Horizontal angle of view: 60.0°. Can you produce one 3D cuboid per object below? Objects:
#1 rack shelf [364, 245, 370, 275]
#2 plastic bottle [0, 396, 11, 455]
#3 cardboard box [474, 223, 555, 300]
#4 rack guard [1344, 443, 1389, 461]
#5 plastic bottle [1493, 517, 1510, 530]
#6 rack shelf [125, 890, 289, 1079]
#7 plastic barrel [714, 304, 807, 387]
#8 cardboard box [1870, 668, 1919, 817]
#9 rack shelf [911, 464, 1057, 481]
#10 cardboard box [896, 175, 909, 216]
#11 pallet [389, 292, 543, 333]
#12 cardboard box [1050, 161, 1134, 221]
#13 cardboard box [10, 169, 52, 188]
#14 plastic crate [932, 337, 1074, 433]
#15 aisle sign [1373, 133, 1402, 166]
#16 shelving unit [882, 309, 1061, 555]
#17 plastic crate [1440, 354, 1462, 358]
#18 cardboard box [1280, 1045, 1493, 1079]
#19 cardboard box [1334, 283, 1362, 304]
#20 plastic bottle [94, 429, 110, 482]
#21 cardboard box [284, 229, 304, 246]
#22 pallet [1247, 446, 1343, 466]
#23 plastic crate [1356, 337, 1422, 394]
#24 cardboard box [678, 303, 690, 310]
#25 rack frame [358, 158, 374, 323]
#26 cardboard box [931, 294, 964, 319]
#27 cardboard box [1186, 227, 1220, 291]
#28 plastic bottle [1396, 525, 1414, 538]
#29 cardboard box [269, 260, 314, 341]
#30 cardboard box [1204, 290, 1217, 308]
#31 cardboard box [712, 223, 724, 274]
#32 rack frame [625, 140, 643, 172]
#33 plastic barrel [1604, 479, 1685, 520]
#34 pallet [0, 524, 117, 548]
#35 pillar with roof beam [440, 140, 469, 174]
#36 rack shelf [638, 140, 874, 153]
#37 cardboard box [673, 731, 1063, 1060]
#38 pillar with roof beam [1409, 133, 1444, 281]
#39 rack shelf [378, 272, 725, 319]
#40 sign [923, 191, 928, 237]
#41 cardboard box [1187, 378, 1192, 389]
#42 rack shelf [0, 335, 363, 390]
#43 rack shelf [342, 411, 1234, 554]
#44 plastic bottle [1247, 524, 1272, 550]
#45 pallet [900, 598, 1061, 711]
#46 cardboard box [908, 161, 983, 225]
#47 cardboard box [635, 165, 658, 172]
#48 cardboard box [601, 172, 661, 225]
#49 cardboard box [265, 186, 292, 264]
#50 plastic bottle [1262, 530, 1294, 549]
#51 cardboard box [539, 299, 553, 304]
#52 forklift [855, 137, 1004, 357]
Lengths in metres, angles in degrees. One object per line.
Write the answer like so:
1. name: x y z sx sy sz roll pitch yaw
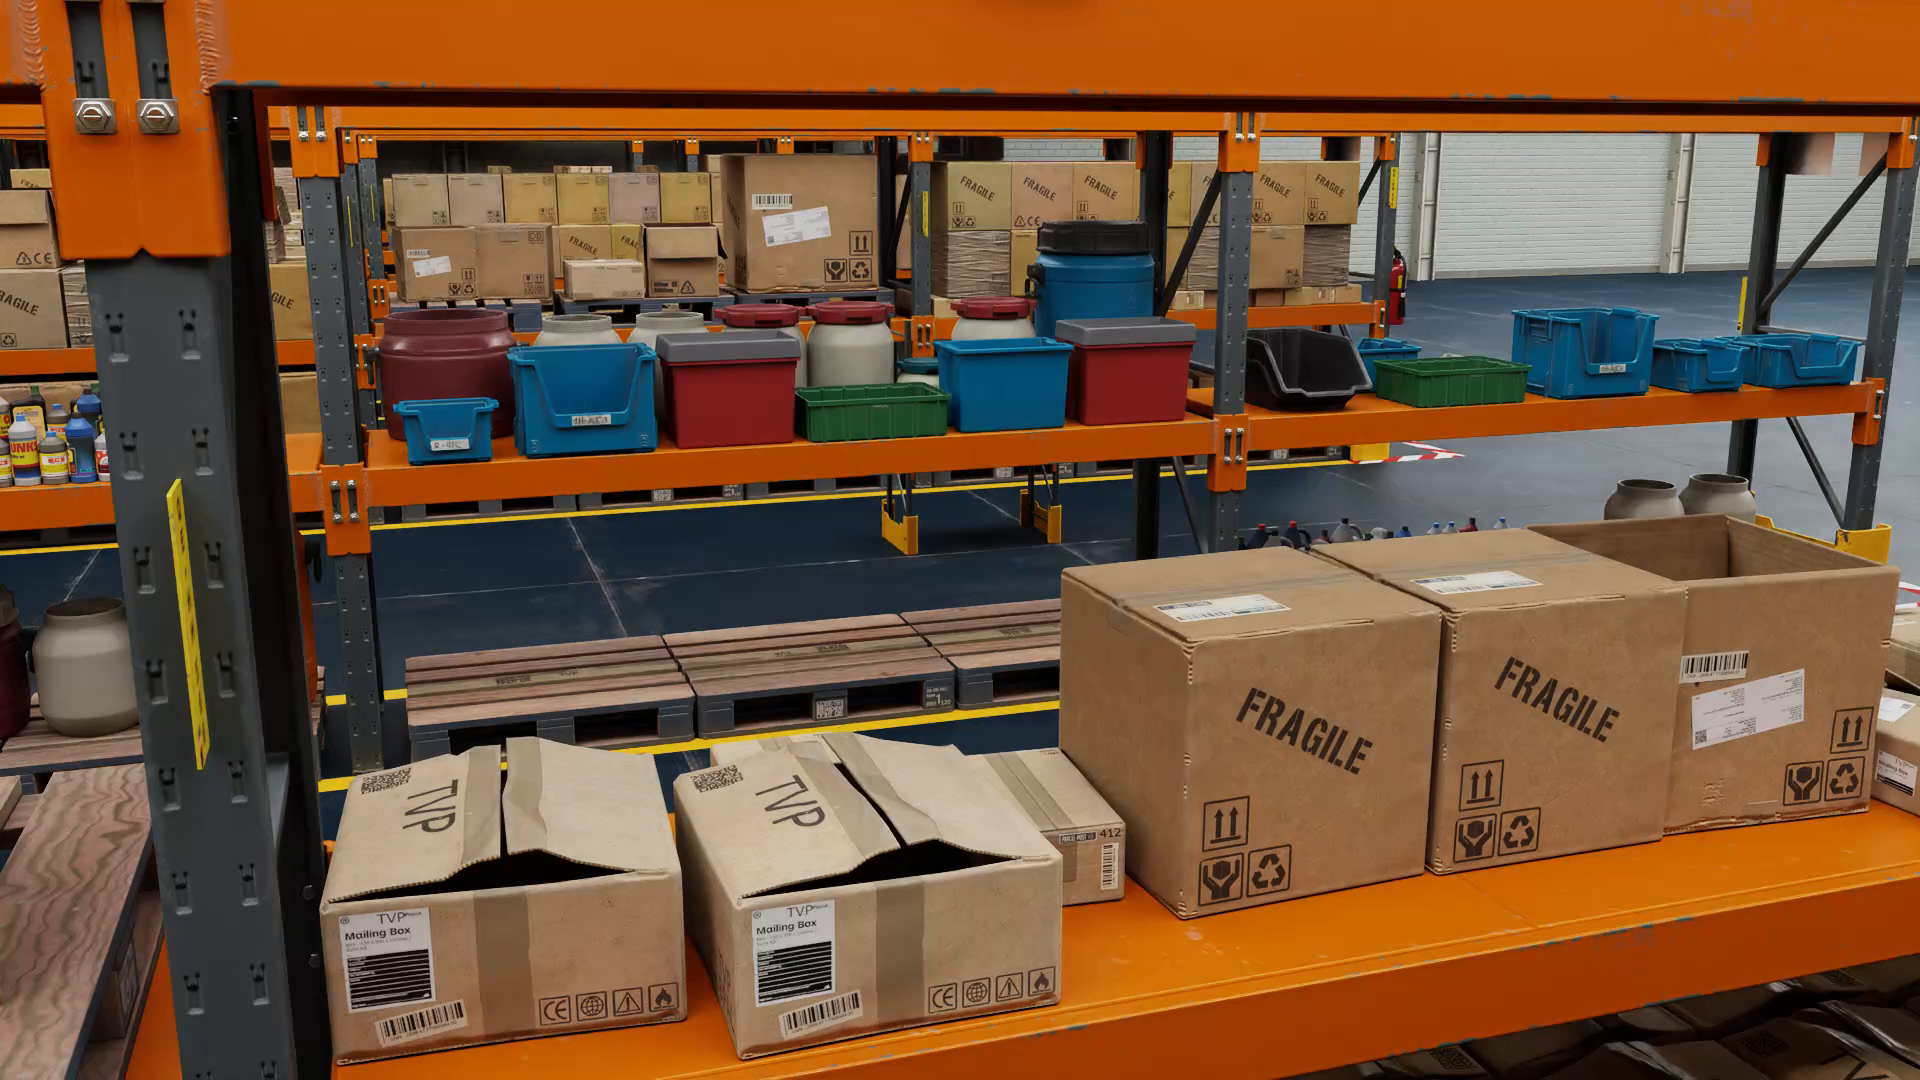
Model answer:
1. rack shelf: -9.284 -3.345 20.278 4.000 0.370 1.077 -4 14 -18
2. plastic bottle: -4.063 -0.496 7.022 0.097 0.271 0.097 0 13 0
3. cardboard box: -3.231 -2.034 12.087 0.500 0.500 0.700 -2 14 -10
4. rack guard: 3.283 -1.038 14.426 0.348 0.500 1.175 -4 14 -18
5. plastic bottle: 3.116 0.006 9.583 0.097 0.271 0.097 0 13 0
6. rack shelf: -2.967 1.001 2.005 4.000 0.370 1.077 -4 14 -18
7. plastic barrel: -0.939 -0.836 7.880 0.433 0.535 0.433 0 13 0
8. cardboard box: 1.945 0.379 3.357 0.258 0.266 0.396 -5 14 -19
9. rack shelf: 0.081 -0.561 11.037 1.000 0.185 0.538 -4 14 -18
10. cardboard box: -0.522 -3.753 17.783 0.550 0.550 0.875 -4 14 -18
11. pallet: -3.586 -1.652 12.019 1.003 0.211 1.213 -4 14 -18
12. cardboard box: 1.019 -2.696 12.973 0.500 0.500 0.500 -4 14 -18
13. cardboard box: -10.671 -4.052 19.318 0.500 0.500 0.500 -4 14 -17
14. plastic crate: 0.197 -0.721 7.725 0.575 0.384 0.392 -4 14 -18
15. aisle sign: 3.509 -3.463 13.602 0.004 0.787 0.394 -4 14 -18
16. shelving unit: 0.072 -0.735 10.993 1.083 1.500 0.587 -4 14 -18
17. plastic crate: 2.601 -0.925 9.120 0.437 0.136 0.530 -4 14 -18
18. cardboard box: 0.792 1.159 3.611 0.500 0.311 0.500 -4 14 -17
19. cardboard box: 3.150 -2.071 13.910 0.250 0.149 0.380 -4 14 -18
20. plastic bottle: -3.321 -0.334 6.494 0.097 0.201 0.097 0 13 0
21. cardboard box: -6.289 -2.835 15.571 0.250 0.149 0.380 -4 14 -16
22. pallet: 2.501 -0.845 14.239 1.213 0.211 1.003 -4 14 -18
23. plastic crate: 2.105 -0.947 8.963 0.616 0.251 0.499 -4 14 -18
24. cardboard box: -2.482 -2.104 17.460 0.750 0.750 1.050 -5 14 -18
25. rack frame: -7.388 -3.843 20.815 0.127 3.000 1.000 -4 14 -18
26. cardboard box: -0.137 -1.792 12.737 0.250 0.149 0.380 -4 14 -18
27. cardboard box: 1.901 -2.328 13.587 0.500 0.500 0.875 -4 14 -18
28. plastic bottle: 2.505 0.053 9.382 0.097 0.271 0.097 0 13 0
29. cardboard box: -4.616 -1.627 11.284 0.500 0.500 0.500 -4 14 -16
30. cardboard box: 1.971 -1.975 13.507 0.250 0.149 0.380 -4 14 -18
31. cardboard box: -2.332 -3.011 17.103 0.500 0.500 0.500 -5 14 -18
32. rack frame: -5.184 -5.226 26.632 0.127 3.000 1.000 -4 14 -18
33. plastic barrel: 3.860 -0.065 9.402 0.421 0.512 0.421 0 13 0
34. pallet: -6.153 -0.182 11.450 1.213 0.211 1.003 -4 14 -18
35. pillar with roof beam: -6.654 -7.199 21.963 0.400 9.000 9.100 -4 14 -18
36. rack shelf: -3.288 -6.483 26.989 4.000 0.370 1.077 -4 14 -18
37. cardboard box: -0.162 0.524 2.652 0.500 0.311 0.500 -5 14 -19
38. pillar with roof beam: 10.406 -8.528 27.548 0.400 9.000 9.100 -4 14 -18
39. rack shelf: -3.818 -2.562 16.986 4.000 0.370 1.077 -4 14 -18
40. sign: -0.256 -2.406 12.274 0.005 0.325 0.100 -4 14 -18
41. cardboard box: 1.602 -1.112 13.828 0.500 0.500 0.500 -3 14 -13
42. rack shelf: -6.123 -1.171 11.140 4.000 0.370 1.077 -4 14 -18
43. rack shelf: -0.752 -0.380 7.815 4.000 0.370 1.077 -4 14 -18
44. plastic bottle: 1.662 0.086 9.073 0.185 0.351 0.144 -5 14 -20
45. pallet: 0.411 0.545 8.395 1.213 0.211 1.003 -4 14 -18
46. cardboard box: -0.098 -2.738 13.150 0.500 0.500 0.500 -4 14 -18
47. cardboard box: -4.156 -4.894 22.067 0.250 0.149 0.380 -5 14 -18
48. cardboard box: -3.357 -3.481 16.919 0.500 0.500 0.700 -4 14 -18
49. cardboard box: -4.926 -2.155 11.338 0.637 0.503 0.797 -4 14 -16
50. plastic bottle: 1.708 0.118 8.940 0.185 0.351 0.144 -4 14 -18
51. cardboard box: -5.432 -2.919 21.703 0.625 0.372 0.950 -4 14 -16
52. forklift: -0.401 -2.514 15.379 3.031 2.935 1.130 -4 14 -18
